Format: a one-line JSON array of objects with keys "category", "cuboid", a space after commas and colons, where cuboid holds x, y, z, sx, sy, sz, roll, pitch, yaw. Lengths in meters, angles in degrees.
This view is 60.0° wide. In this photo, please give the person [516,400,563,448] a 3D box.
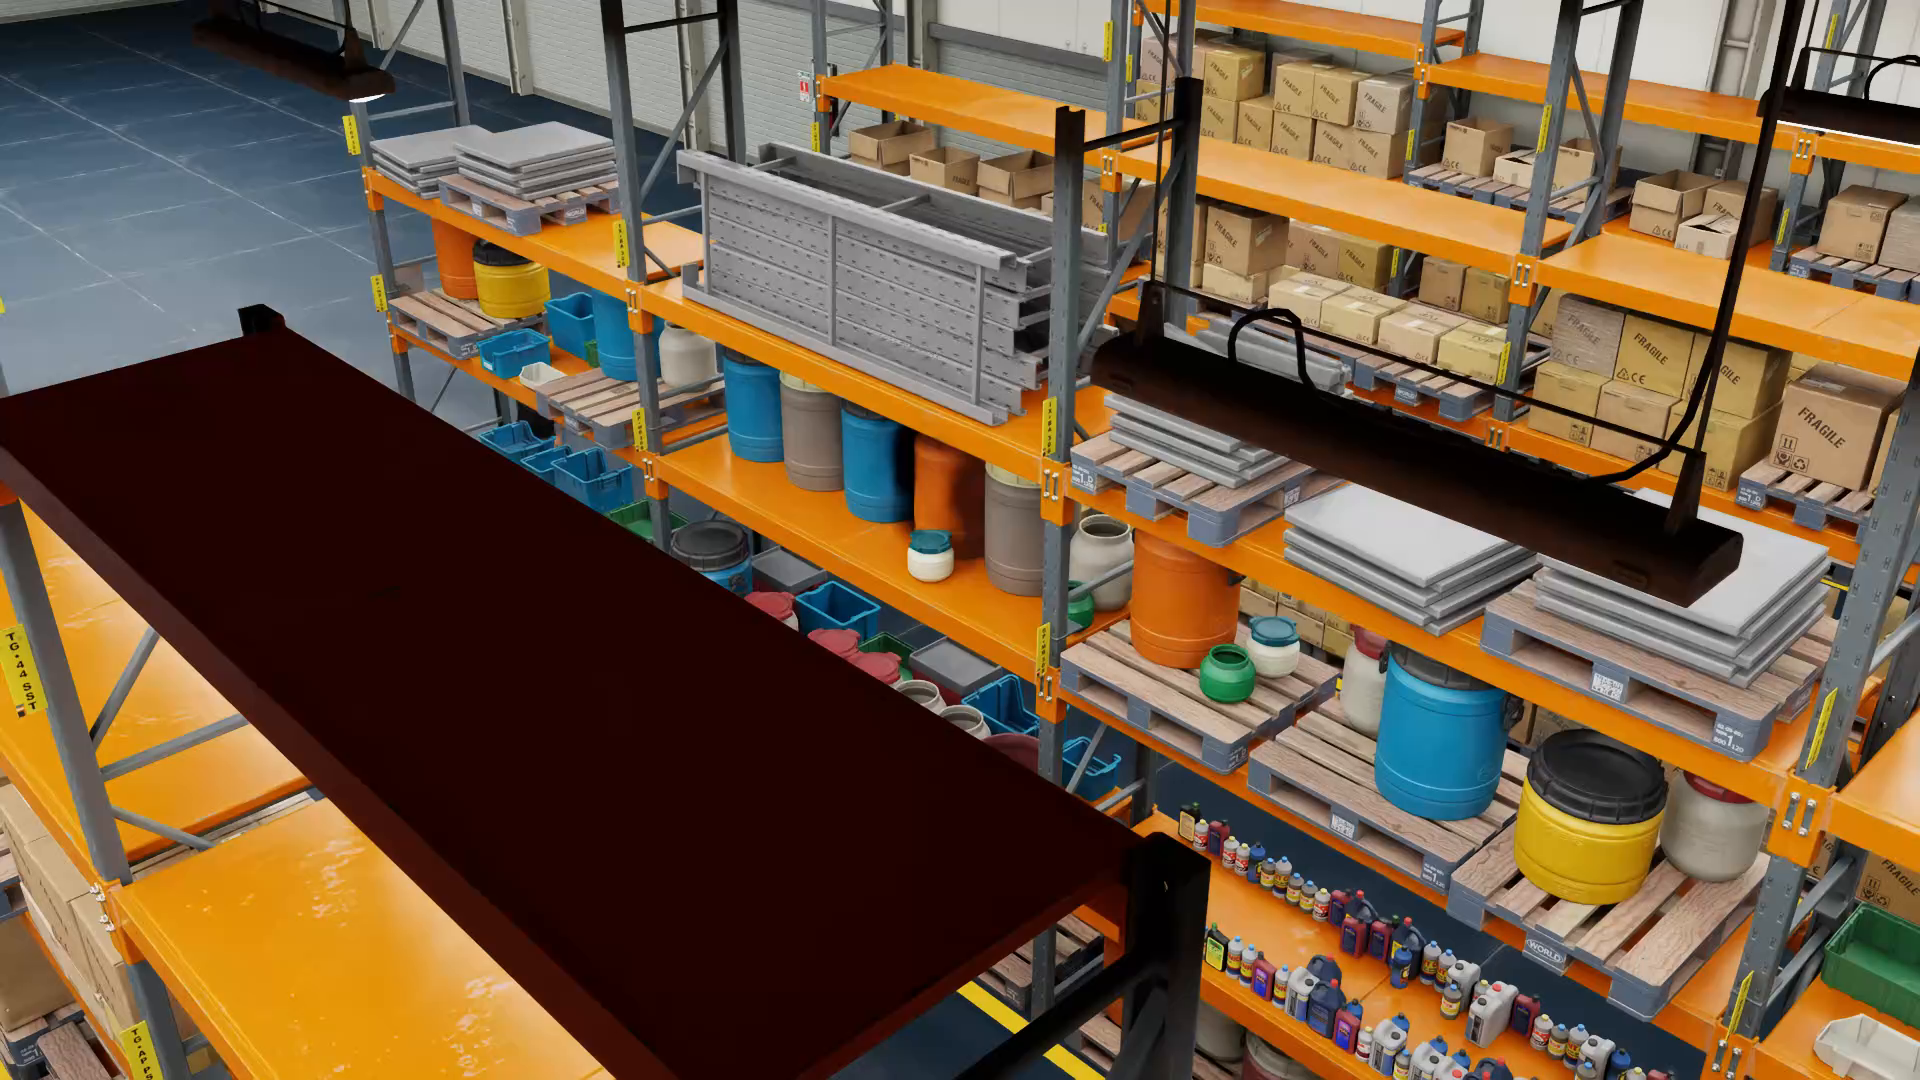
[{"category": "person", "cuboid": [-4.314, -1.065, 17.090, 0.620, 1.771, 0.366, 15, 32, 26]}]
